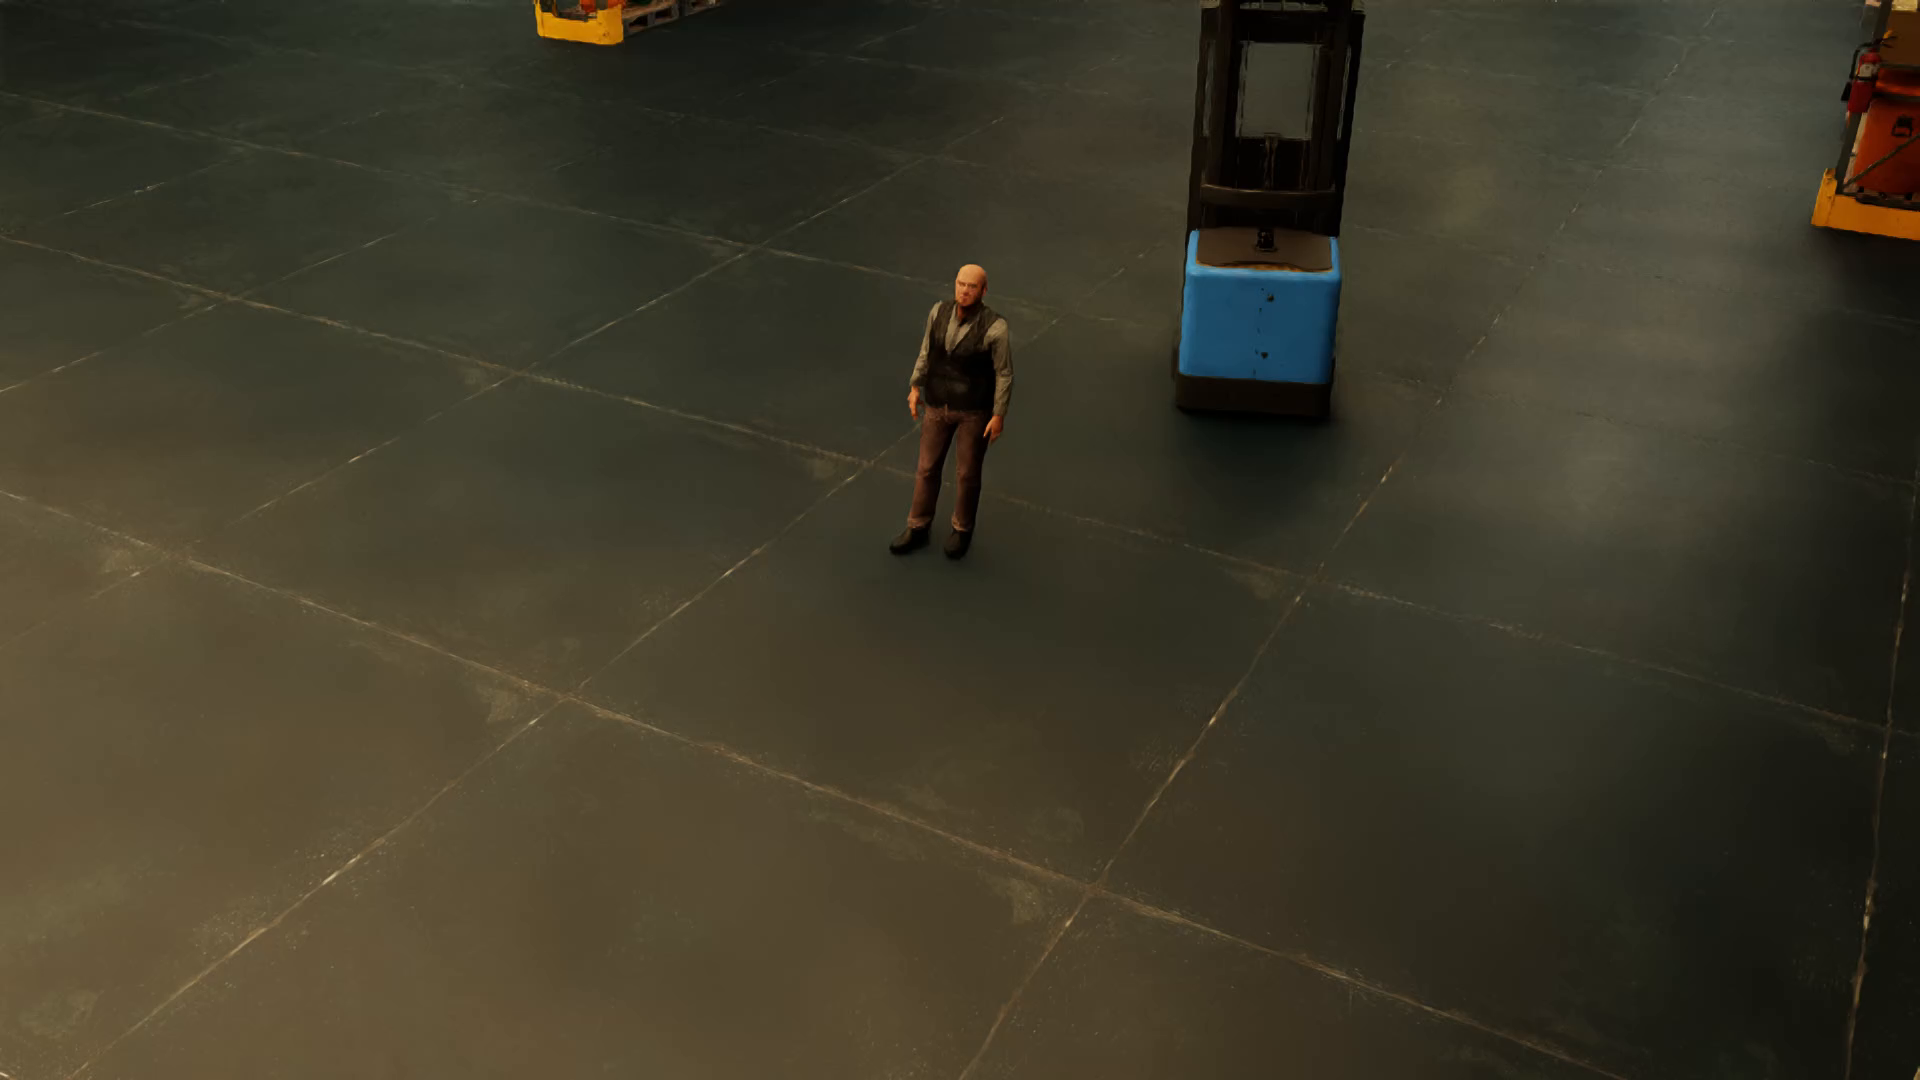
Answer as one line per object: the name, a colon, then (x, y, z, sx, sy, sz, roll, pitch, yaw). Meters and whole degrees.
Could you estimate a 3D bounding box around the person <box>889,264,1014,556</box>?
person: (-0.037, -0.726, 9.525, 0.632, 1.720, 0.567, 15, 33, 25)

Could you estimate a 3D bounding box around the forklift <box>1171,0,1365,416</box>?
forklift: (2.224, -2.830, 11.974, 1.130, 2.935, 3.031, 4, 30, 8)
